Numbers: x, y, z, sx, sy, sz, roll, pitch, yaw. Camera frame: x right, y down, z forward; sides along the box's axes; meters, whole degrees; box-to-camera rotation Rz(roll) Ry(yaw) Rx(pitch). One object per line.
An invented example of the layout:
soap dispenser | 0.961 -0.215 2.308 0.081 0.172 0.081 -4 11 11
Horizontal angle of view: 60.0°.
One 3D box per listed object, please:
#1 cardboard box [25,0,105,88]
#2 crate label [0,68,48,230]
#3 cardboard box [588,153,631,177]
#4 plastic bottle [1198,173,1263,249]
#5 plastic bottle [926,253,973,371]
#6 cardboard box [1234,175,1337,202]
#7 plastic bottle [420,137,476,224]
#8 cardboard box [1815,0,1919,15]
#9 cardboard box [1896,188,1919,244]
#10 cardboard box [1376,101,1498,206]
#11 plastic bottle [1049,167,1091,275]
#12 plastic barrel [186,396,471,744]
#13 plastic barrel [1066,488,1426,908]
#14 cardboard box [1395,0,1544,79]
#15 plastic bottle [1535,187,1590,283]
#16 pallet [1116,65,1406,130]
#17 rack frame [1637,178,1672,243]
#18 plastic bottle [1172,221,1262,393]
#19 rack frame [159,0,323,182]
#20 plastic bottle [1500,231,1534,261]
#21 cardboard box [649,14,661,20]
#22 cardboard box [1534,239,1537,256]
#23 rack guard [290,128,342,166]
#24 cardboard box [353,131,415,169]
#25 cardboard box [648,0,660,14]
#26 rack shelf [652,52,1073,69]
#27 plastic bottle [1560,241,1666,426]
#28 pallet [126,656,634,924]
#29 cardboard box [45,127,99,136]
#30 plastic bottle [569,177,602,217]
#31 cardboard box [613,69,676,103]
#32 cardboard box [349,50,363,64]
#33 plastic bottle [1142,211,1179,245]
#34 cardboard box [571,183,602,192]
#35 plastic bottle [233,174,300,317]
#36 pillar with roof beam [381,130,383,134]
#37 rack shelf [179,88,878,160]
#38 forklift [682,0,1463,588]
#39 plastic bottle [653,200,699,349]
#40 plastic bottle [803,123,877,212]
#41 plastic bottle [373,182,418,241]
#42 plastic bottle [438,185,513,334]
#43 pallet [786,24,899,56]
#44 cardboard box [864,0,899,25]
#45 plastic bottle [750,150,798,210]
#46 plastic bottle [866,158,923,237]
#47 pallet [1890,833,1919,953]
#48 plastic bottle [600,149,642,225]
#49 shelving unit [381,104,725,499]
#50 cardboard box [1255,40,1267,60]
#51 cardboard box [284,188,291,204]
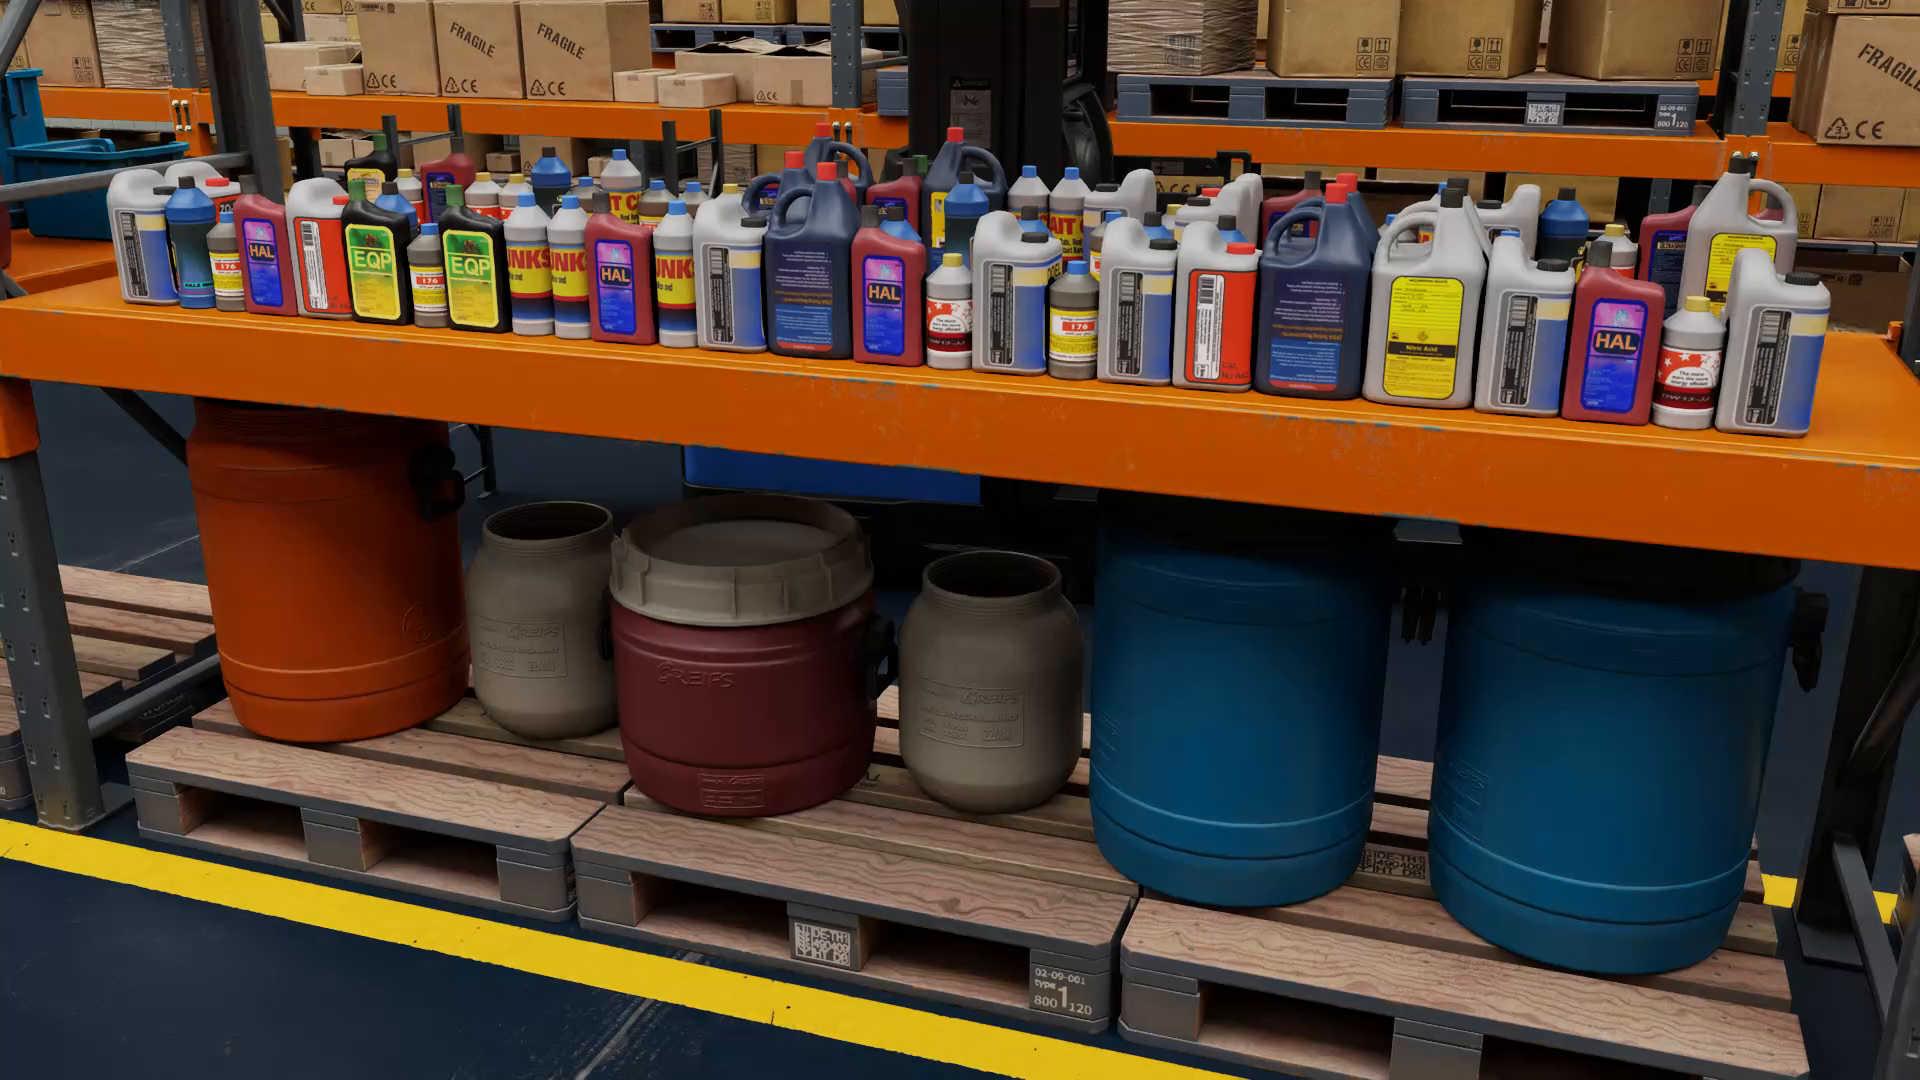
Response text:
cardboard box | -5.098 -2.983 9.924 0.500 0.500 0.700 6 20 17
crate label | -2.877 -1.071 4.537 0.616 0.435 0.502 7 20 18
cardboard box | -3.070 -3.293 14.603 0.250 0.166 0.380 4 20 11
plastic bottle | 0.564 -0.641 3.545 0.135 0.276 0.152 7 20 18
plastic bottle | -0.013 -0.416 3.016 0.097 0.201 0.097 0 19 0
cardboard box | 1.585 -1.642 8.219 0.500 0.250 0.500 6 20 17
plastic bottle | -1.287 -0.872 4.197 0.133 0.283 0.061 7 20 18
cardboard box | 3.733 -2.351 6.594 0.500 0.500 0.500 7 20 19
cardboard box | 6.633 -2.305 11.291 0.500 0.500 0.700 7 20 19
cardboard box | 3.505 -2.819 12.234 0.750 0.750 0.750 7 20 20
plastic bottle | 0.245 -0.684 3.678 0.097 0.271 0.097 0 19 0
plastic barrel | -1.560 0.011 4.146 0.708 0.830 0.600 7 20 18
plastic barrel | 0.574 0.221 3.434 0.708 0.901 0.600 7 20 18
cardboard box | 2.336 -2.391 7.589 0.500 0.500 0.700 10 22 27
plastic bottle | 1.212 -0.574 3.361 0.097 0.271 0.097 0 19 0
pallet | 1.440 -2.103 7.844 1.213 0.211 1.003 7 20 18
rack frame | 5.002 -3.511 11.591 0.127 3.000 1.000 7 20 18
plastic bottle | 0.451 -0.408 2.878 0.135 0.276 0.152 7 20 18
rack frame | -4.177 -2.835 9.651 0.127 3.000 1.000 7 20 18
plastic bottle | 1.070 -0.504 3.267 0.097 0.201 0.097 0 19 0
cardboard box | -2.928 -4.431 14.429 0.500 0.250 0.500 7 20 19
cardboard box | 2.496 -1.180 8.033 0.500 0.500 0.500 7 20 19
rack guard | -6.261 -3.619 15.698 0.348 0.500 1.175 7 20 18
cardboard box | -5.170 -3.581 15.209 0.500 0.311 0.500 8 21 23
cardboard box | -2.930 -4.784 14.300 0.500 0.500 0.500 6 20 17
rack shelf | -0.665 -3.819 13.569 4.000 0.370 1.077 7 20 18
plastic bottle | 1.039 -0.328 2.639 0.133 0.283 0.061 7 20 18
pallet | -1.269 0.526 4.246 1.213 0.211 1.003 7 20 18
cardboard box | -5.930 -2.397 10.797 0.500 0.500 0.500 7 20 18
plastic bottle | -0.908 -0.783 4.068 0.097 0.201 0.097 0 19 0
cardboard box | -1.621 -2.404 8.797 0.250 0.149 0.380 8 21 22
cardboard box | -3.286 -2.733 9.564 0.258 0.266 0.396 6 20 17
plastic bottle | 0.348 -0.461 3.038 0.097 0.271 0.097 0 19 0
cardboard box | -2.262 -1.880 9.601 0.500 0.311 0.500 6 20 17
plastic bottle | -1.429 -0.611 3.448 0.133 0.283 0.061 7 20 18
pillar with roof beam | -6.801 -6.495 11.037 0.400 9.000 9.100 7 20 18
rack shelf | -2.287 -2.279 9.149 4.000 0.370 1.077 7 20 18
forklift | 0.612 -1.342 5.472 3.031 2.935 1.130 4 20 11
plastic bottle | -0.533 -0.509 3.175 0.097 0.271 0.097 0 19 0
plastic bottle | -0.289 -0.775 3.817 0.185 0.351 0.144 7 20 18
plastic bottle | -1.167 -0.603 3.443 0.097 0.271 0.097 0 19 0
plastic bottle | -0.958 -0.557 3.294 0.133 0.283 0.061 7 20 18
pallet | -0.659 -4.054 13.439 1.213 0.211 1.003 7 20 18
cardboard box | -0.408 -4.373 13.245 0.500 0.500 0.700 7 20 18
plastic bottle | -0.425 -0.773 3.914 0.133 0.283 0.061 7 20 18
plastic bottle | -0.145 -0.720 3.761 0.133 0.283 0.061 7 20 18
pallet | 2.459 0.953 3.020 1.213 0.211 1.003 7 20 18
plastic bottle | -0.816 -0.806 4.026 0.097 0.271 0.097 0 19 0
shelving unit | -1.416 -0.789 6.061 1.048 1.500 0.538 4 20 11
cardboard box | 2.195 -3.653 12.349 0.250 0.149 0.380 6 20 18
cardboard box | -3.868 -1.877 9.592 0.500 0.311 0.500 7 20 18
